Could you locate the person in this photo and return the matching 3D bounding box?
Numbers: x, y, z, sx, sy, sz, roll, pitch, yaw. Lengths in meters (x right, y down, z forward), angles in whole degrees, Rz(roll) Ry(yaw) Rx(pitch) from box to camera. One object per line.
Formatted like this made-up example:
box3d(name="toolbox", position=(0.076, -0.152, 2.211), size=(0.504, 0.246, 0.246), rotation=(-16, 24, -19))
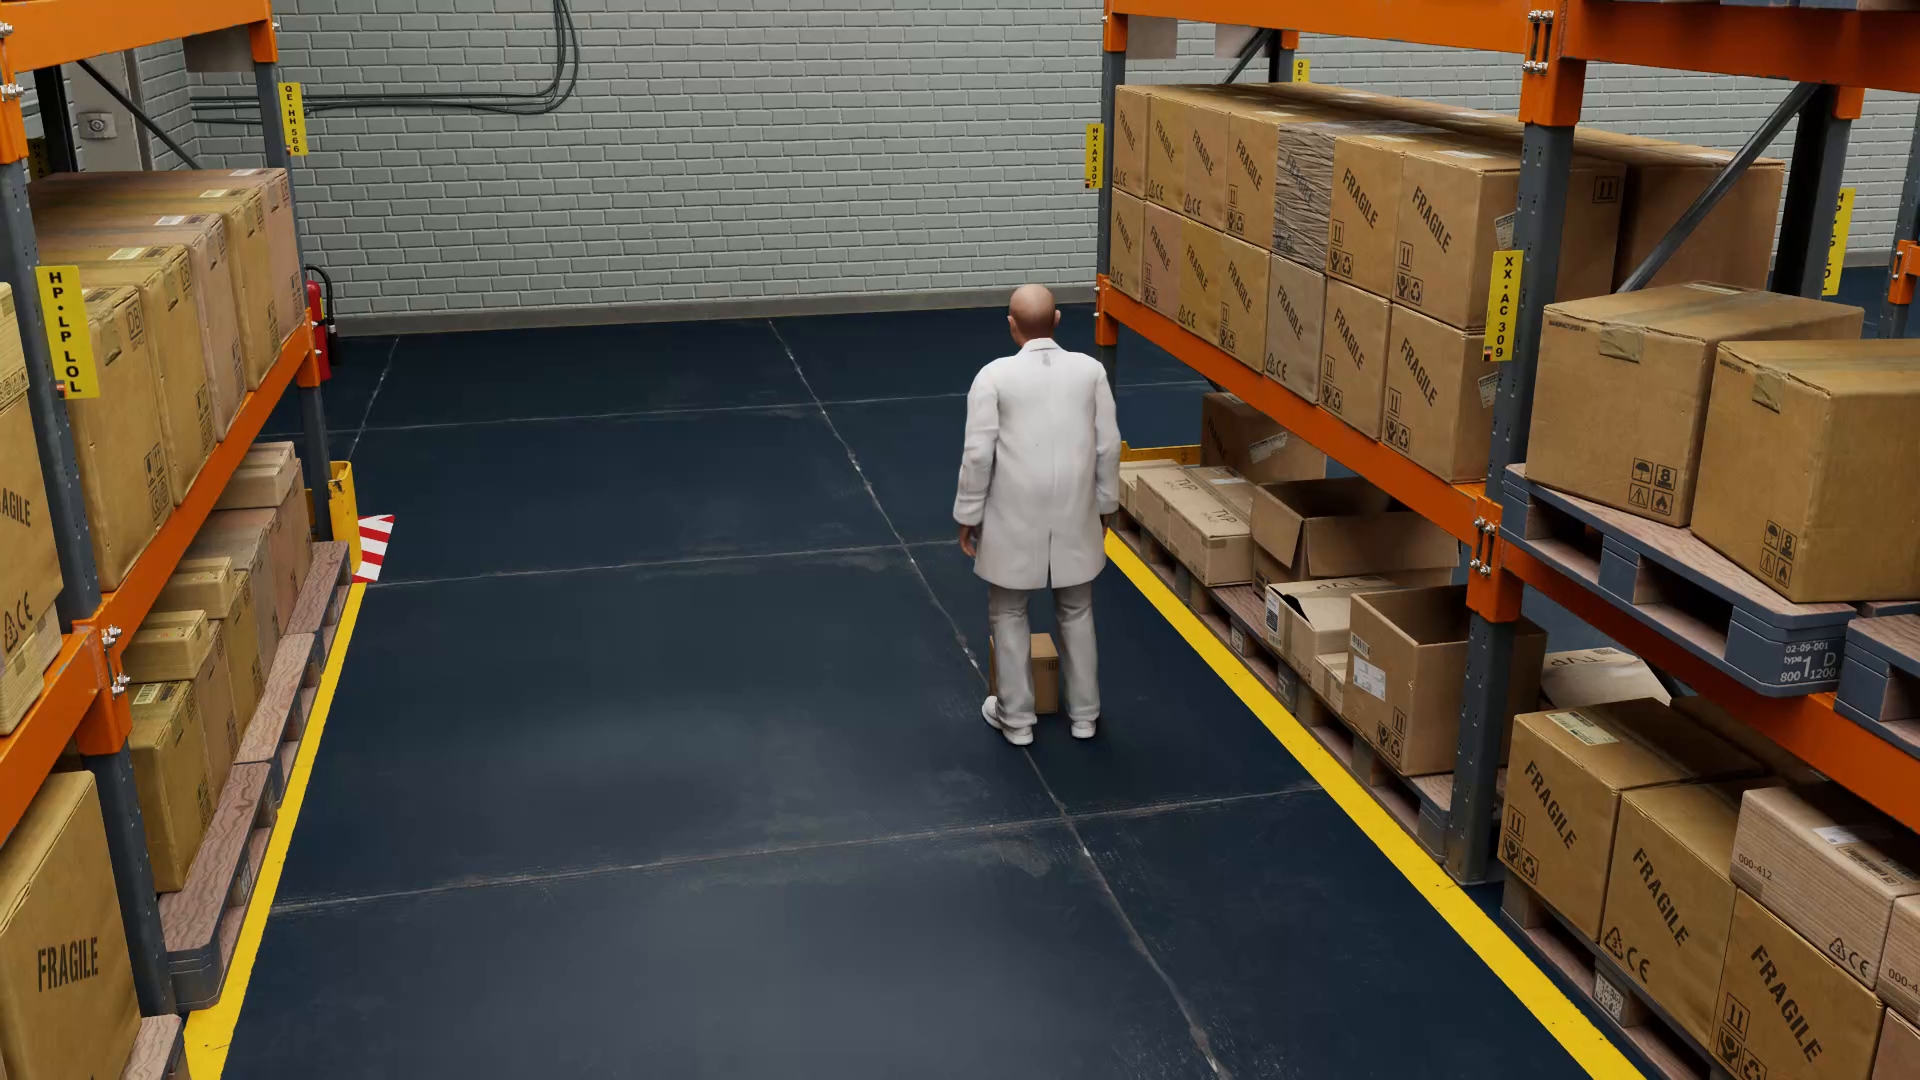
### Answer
box3d(name="person", position=(0.295, -0.088, 6.340), size=(0.654, 1.775, 0.420), rotation=(-4, 20, -12))
